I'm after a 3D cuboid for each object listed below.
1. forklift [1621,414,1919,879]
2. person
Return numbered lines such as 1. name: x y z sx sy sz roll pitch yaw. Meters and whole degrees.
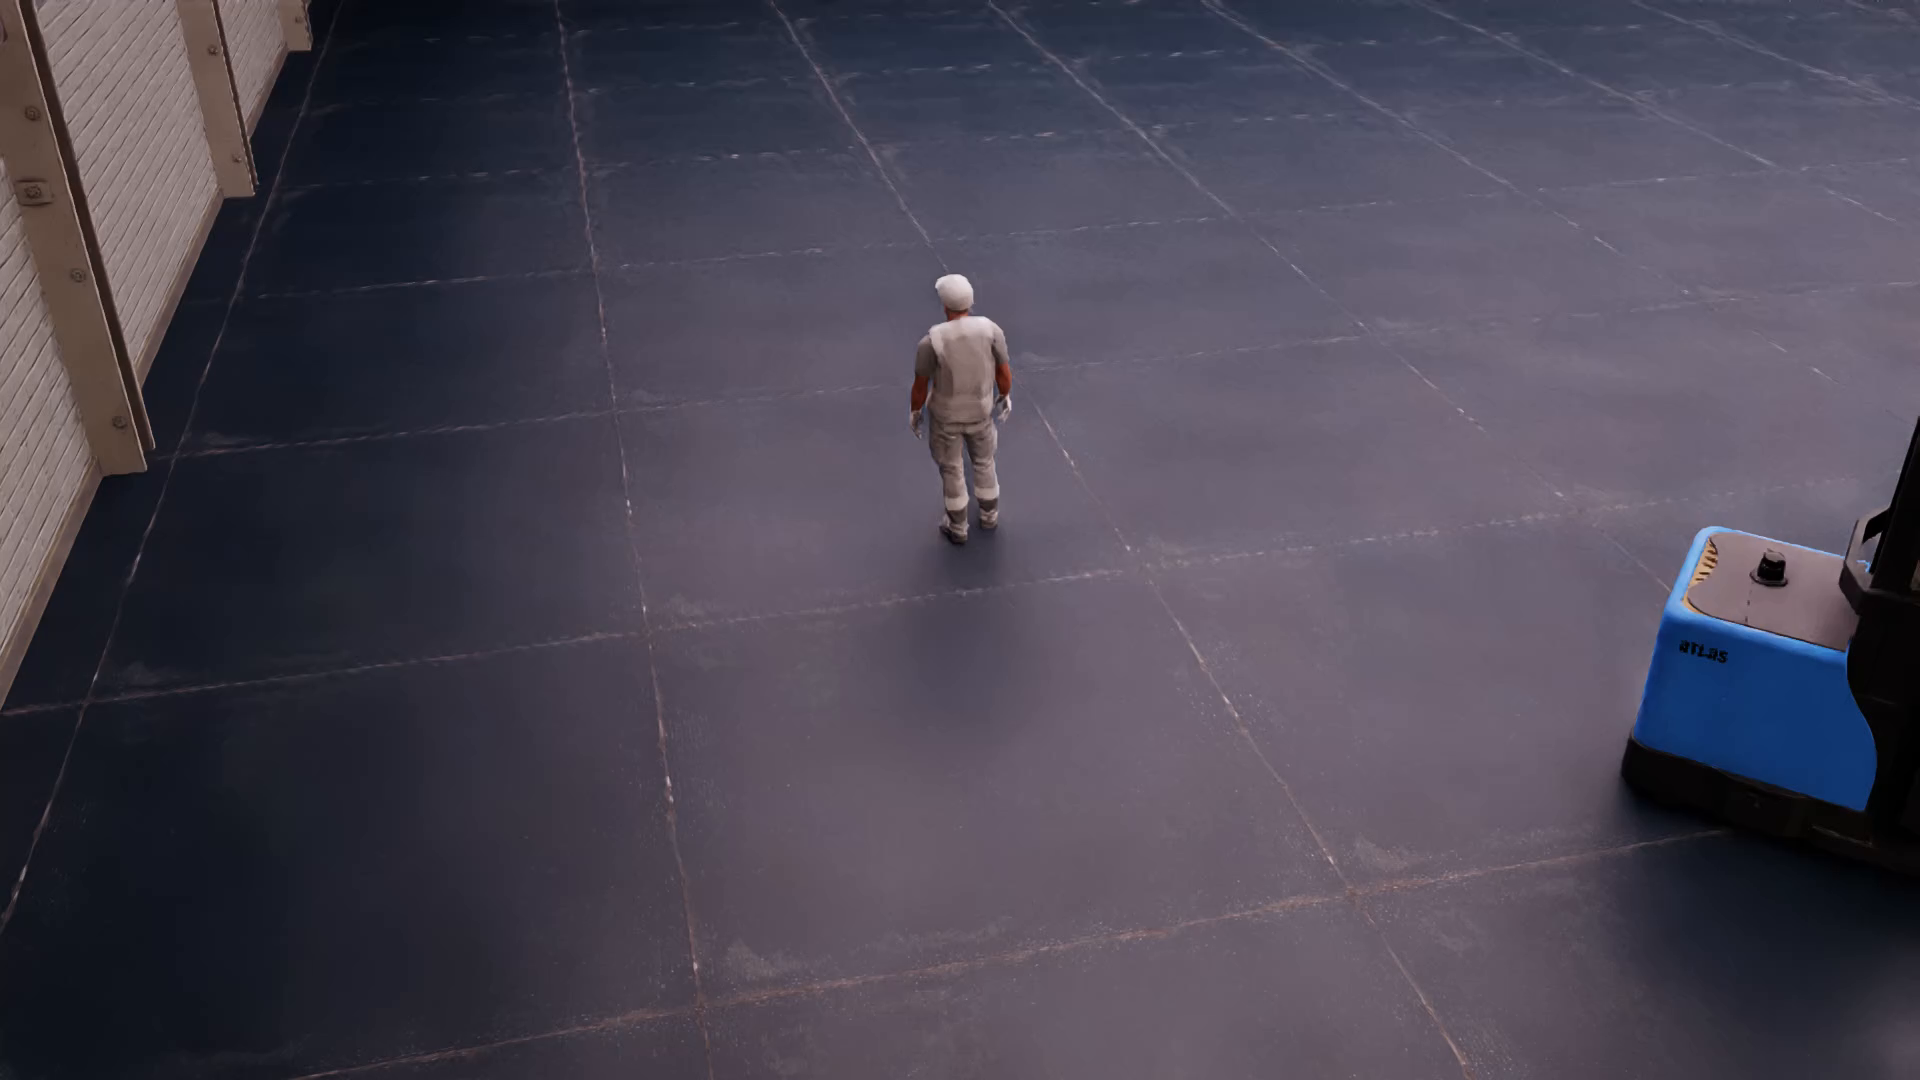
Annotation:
1. forklift: 4.839 0.158 7.302 3.031 2.935 1.130 17 34 26
2. person: -0.008 -0.821 10.118 0.637 1.787 0.563 -7 31 -12
